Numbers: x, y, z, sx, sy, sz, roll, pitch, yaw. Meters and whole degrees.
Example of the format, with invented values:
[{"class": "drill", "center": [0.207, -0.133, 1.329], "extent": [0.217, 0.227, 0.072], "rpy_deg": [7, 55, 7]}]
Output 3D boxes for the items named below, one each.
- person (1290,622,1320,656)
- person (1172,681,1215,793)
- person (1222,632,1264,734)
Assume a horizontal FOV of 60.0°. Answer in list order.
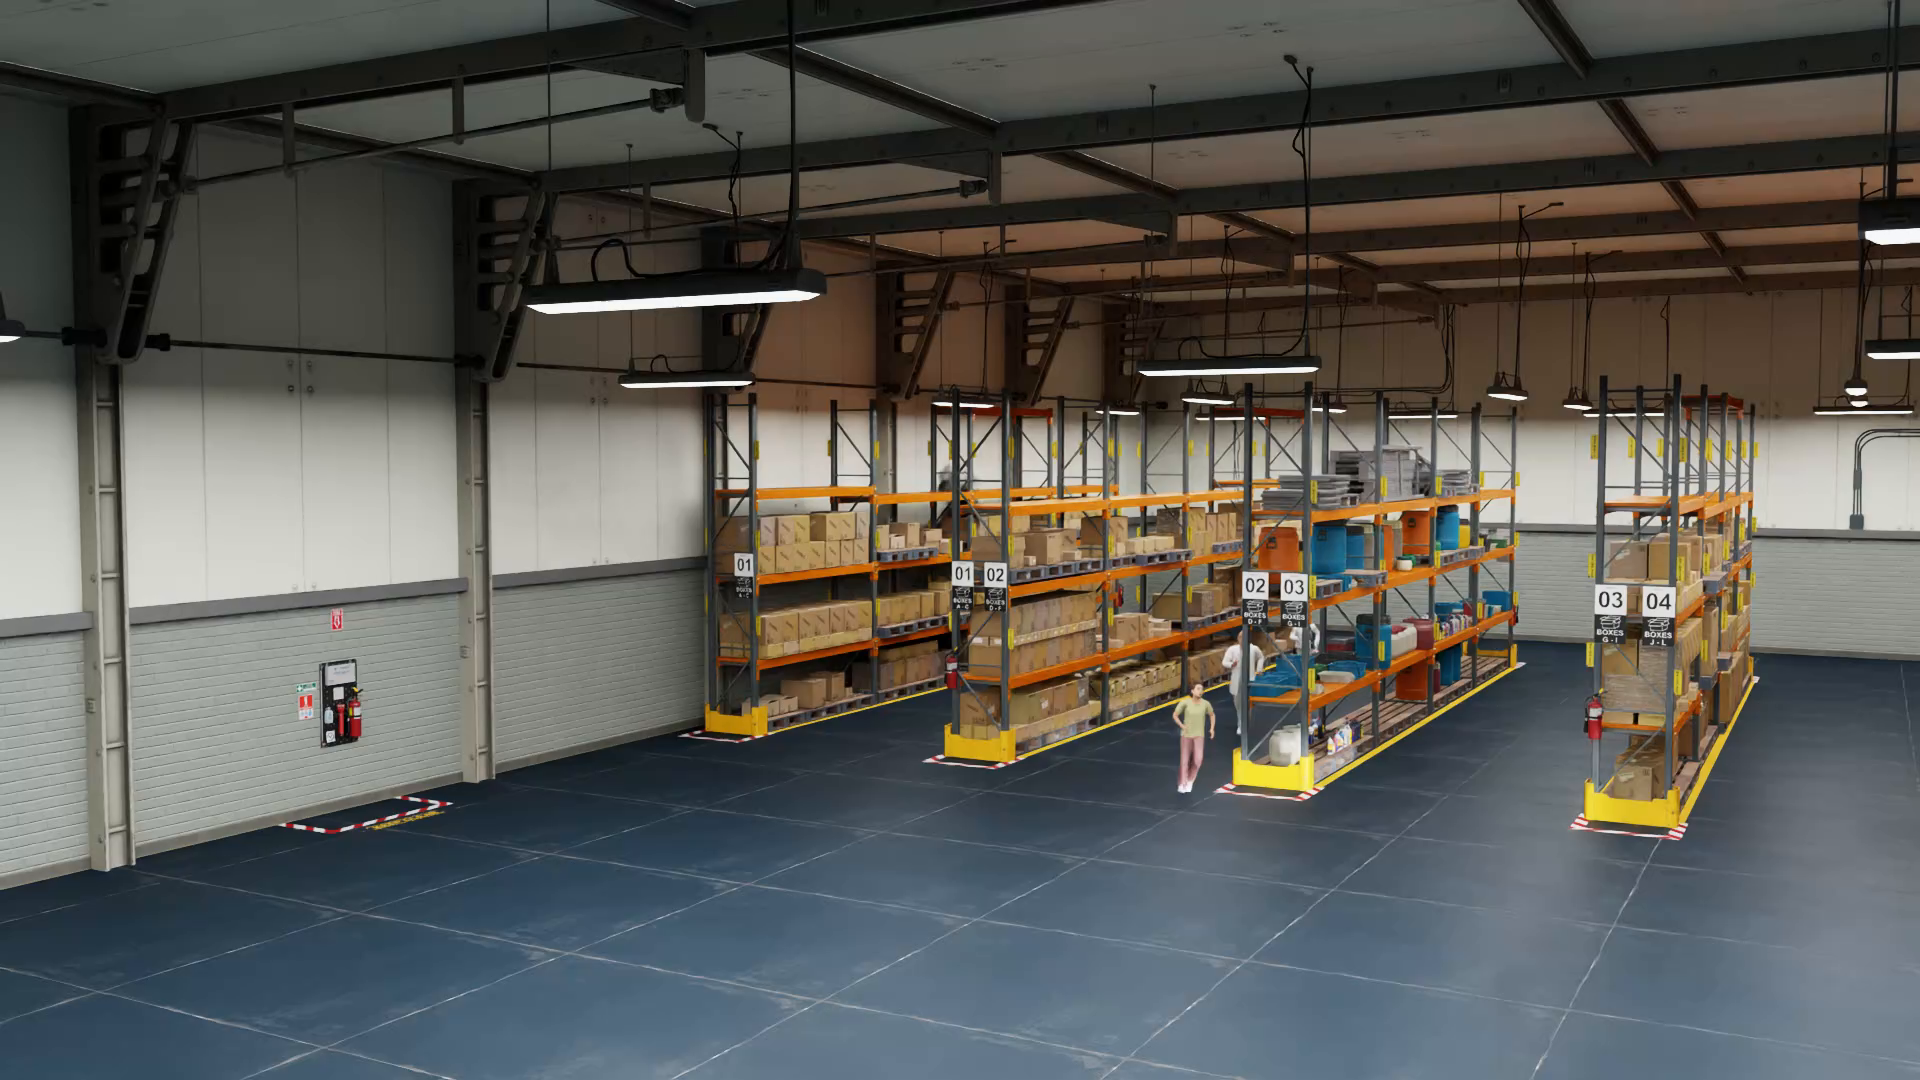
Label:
[{"class": "person", "center": [7.179, 2.285, 34.709], "extent": [0.581, 1.694, 0.677], "rpy_deg": [2, 3, 26]}, {"class": "person", "center": [3.420, 2.873, 24.217], "extent": [0.649, 1.631, 0.564], "rpy_deg": [0, 3, -2]}, {"class": "person", "center": [5.002, 2.490, 29.426], "extent": [0.703, 1.764, 1.059], "rpy_deg": [1, 3, 17]}]
